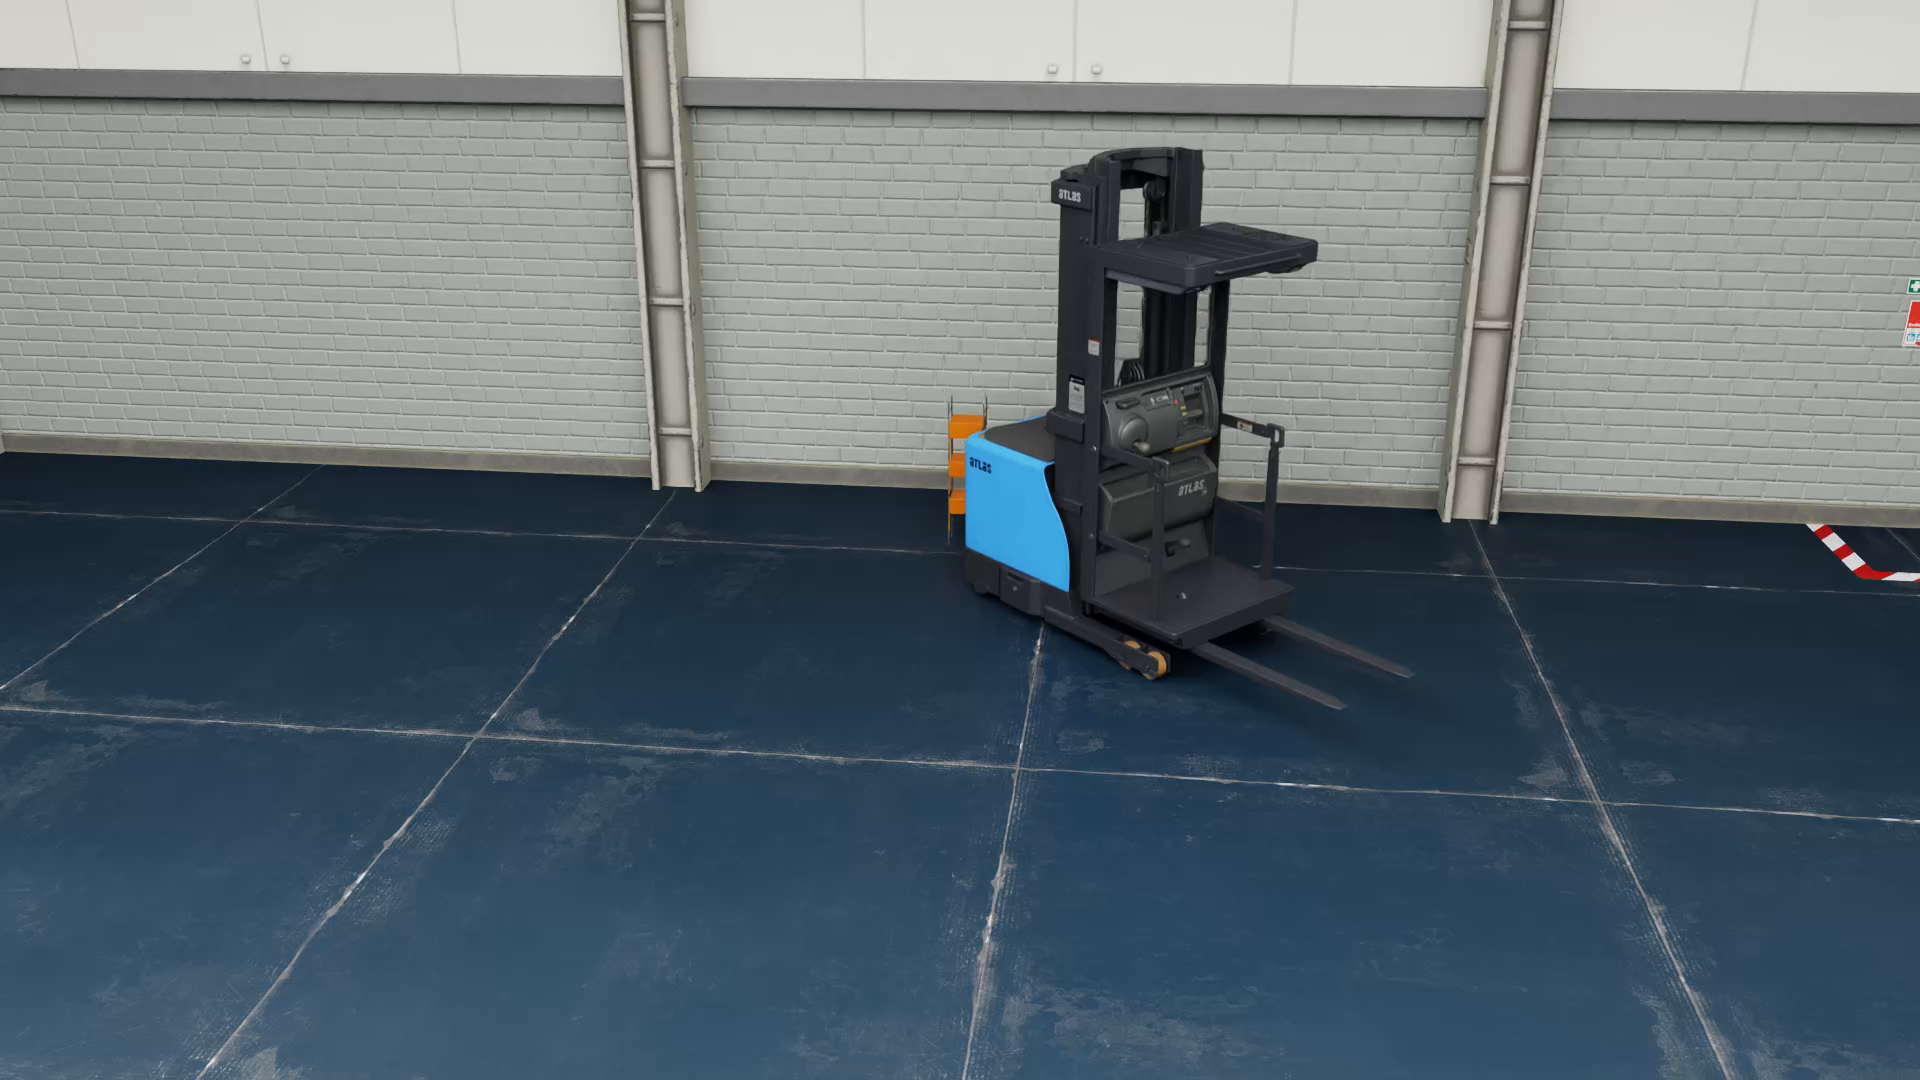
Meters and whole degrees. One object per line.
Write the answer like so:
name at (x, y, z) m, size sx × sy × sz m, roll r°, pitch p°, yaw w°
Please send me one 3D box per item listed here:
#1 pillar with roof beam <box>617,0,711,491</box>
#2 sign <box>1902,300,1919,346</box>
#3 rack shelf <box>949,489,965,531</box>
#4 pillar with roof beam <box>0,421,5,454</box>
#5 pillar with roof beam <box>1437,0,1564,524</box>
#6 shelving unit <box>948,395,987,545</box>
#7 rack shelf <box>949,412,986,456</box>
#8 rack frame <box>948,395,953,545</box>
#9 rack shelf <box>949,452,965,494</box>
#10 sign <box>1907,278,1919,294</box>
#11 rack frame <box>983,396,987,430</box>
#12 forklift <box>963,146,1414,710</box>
pillar with roof beam at (-2.687, -3.054, 7.425) m, size 0.400 × 9.000 × 9.100 m, roll 2°, pitch 22°, yaw 6°
sign at (6.750, -1.516, 11.645) m, size 0.234 × 0.329 × 0.001 m, roll 2°, pitch 22°, yaw 6°
rack shelf at (0.053, -0.218, 11.847) m, size 0.240 × 0.259 × 0.215 m, roll 2°, pitch 22°, yaw 6°
pillar with roof beam at (-8.645, -3.314, 8.082) m, size 0.400 × 9.000 × 9.100 m, roll 2°, pitch 22°, yaw 6°
pillar with roof beam at (3.272, -2.794, 6.768) m, size 0.400 × 9.000 × 9.100 m, roll 2°, pitch 22°, yaw 6°
shelving unit at (0.053, -0.486, 11.741) m, size 0.252 × 1.050 × 0.215 m, roll 2°, pitch 22°, yaw 6°
rack shelf at (0.053, -0.740, 11.641) m, size 0.240 × 0.259 × 0.215 m, roll 2°, pitch 22°, yaw 6°
rack frame at (-0.068, -0.491, 11.754) m, size 0.008 × 1.050 × 0.200 m, roll 2°, pitch 22°, yaw 6°
rack shelf at (0.053, -0.476, 11.745) m, size 0.240 × 0.259 × 0.215 m, roll 2°, pitch 22°, yaw 6°
sign at (6.754, -1.759, 11.539) m, size 0.331 × 0.109 × 0.001 m, roll 2°, pitch 22°, yaw 6°
rack frame at (0.174, -0.481, 11.728) m, size 0.008 × 1.050 × 0.200 m, roll 2°, pitch 22°, yaw 6°
forklift at (1.347, -0.744, 9.836) m, size 1.130 × 2.935 × 3.031 m, roll -17°, pitch 27°, yaw -36°
